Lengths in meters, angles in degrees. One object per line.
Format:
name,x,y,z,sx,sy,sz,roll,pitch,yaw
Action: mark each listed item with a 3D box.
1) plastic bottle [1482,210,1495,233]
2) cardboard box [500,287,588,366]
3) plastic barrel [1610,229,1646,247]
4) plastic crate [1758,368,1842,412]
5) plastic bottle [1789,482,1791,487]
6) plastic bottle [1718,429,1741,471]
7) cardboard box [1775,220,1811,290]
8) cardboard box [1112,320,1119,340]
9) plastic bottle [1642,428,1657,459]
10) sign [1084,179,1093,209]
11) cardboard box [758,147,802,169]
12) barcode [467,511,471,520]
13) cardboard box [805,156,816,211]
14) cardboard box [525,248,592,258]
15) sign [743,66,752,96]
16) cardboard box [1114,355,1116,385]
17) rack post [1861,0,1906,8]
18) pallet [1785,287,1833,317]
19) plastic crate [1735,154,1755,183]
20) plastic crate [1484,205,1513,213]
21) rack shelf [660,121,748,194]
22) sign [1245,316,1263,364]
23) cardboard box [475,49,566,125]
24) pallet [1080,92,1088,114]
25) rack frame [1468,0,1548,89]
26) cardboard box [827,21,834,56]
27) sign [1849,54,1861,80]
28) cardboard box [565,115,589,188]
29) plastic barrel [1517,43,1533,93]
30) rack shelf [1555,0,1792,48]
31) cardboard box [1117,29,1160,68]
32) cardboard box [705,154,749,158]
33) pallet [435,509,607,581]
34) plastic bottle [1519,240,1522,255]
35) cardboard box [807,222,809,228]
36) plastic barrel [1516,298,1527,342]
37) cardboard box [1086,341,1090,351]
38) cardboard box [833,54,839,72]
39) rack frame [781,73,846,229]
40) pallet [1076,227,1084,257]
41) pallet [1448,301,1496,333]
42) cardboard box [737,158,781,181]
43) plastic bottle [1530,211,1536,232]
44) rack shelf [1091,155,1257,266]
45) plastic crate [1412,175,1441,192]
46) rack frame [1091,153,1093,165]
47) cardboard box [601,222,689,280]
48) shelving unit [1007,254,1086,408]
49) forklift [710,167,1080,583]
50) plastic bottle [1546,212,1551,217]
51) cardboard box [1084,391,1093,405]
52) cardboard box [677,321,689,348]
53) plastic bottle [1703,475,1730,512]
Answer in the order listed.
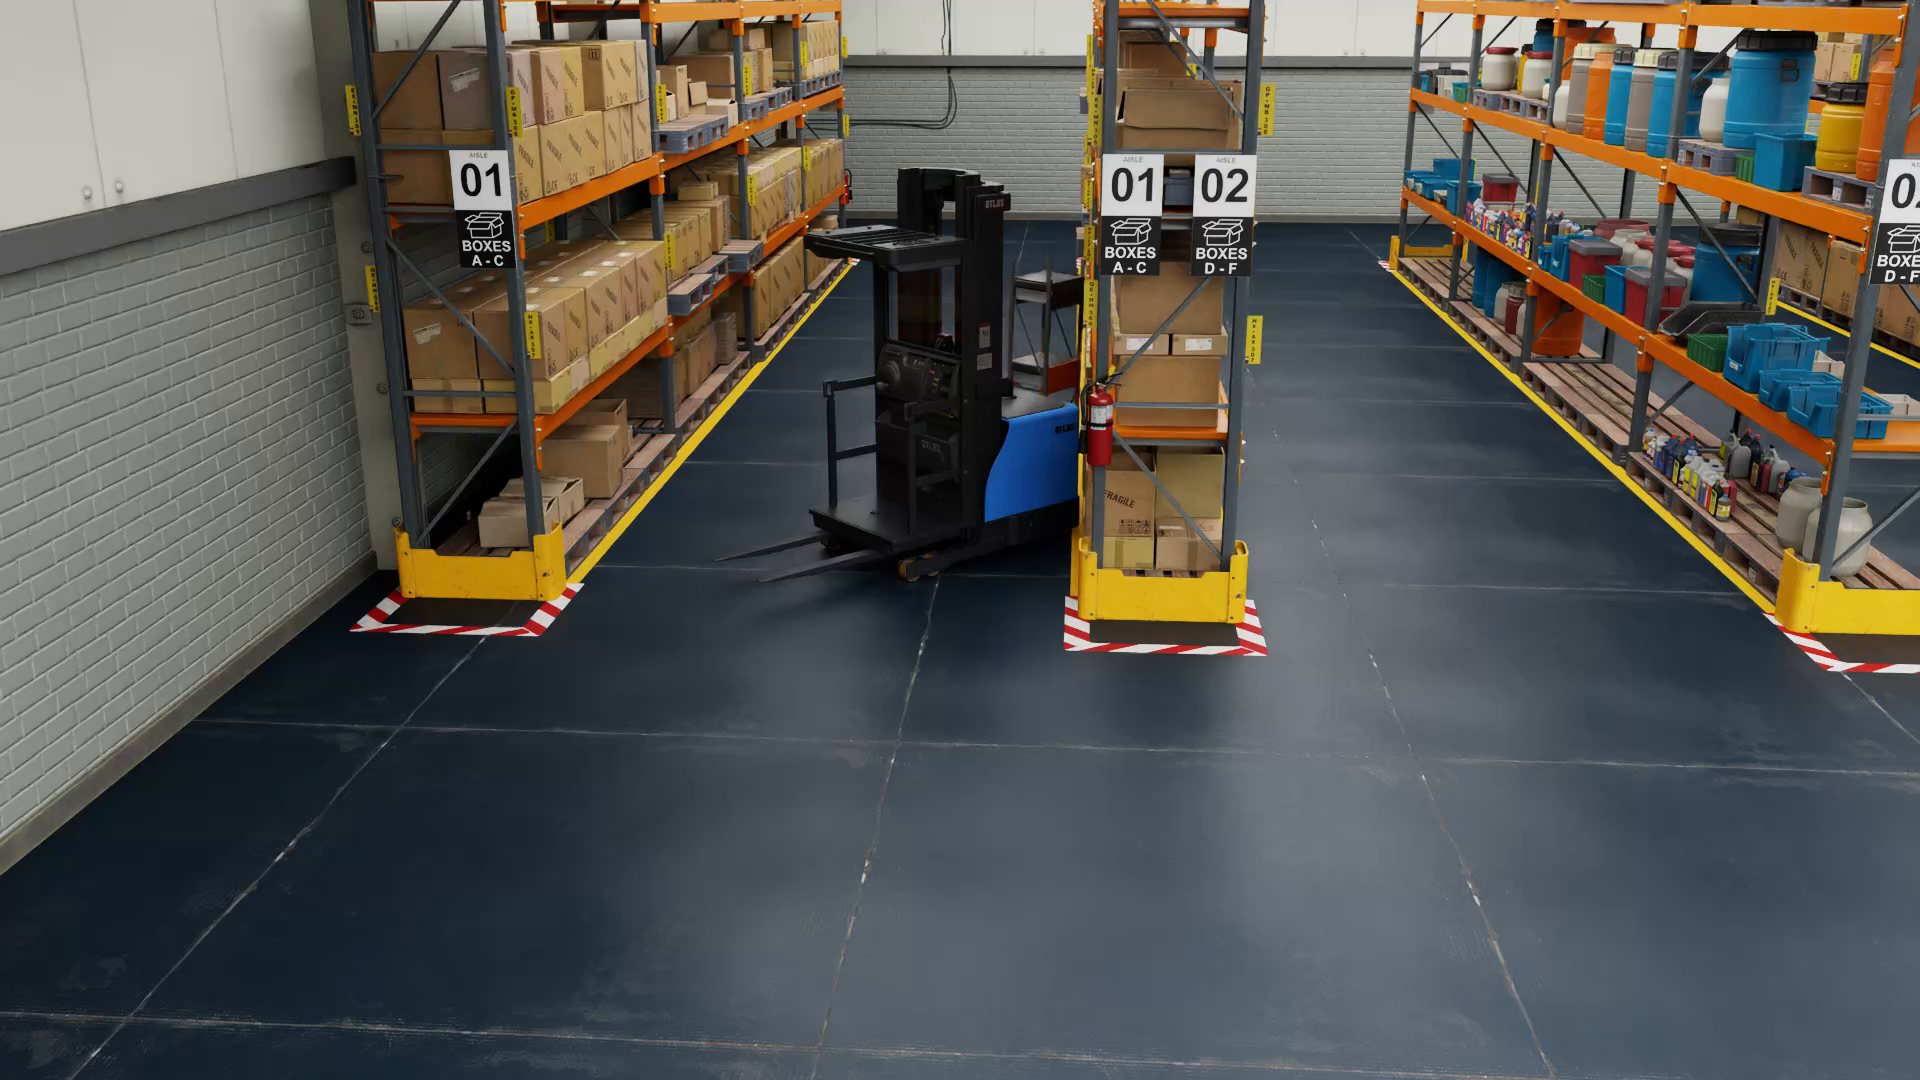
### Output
plastic bottle,6.747,-4.048,21.158,0.152,0.276,0.135,1,18,4
cardboard box,-3.135,-1.613,12.533,0.500,0.500,0.500,1,18,4
plastic barrel,7.080,-3.016,17.631,0.421,0.512,0.421,0,18,0
plastic crate,6.156,-1.096,12.188,0.499,0.251,0.408,1,18,4
plastic bottle,6.846,-0.406,13.633,0.097,0.201,0.097,0,18,0
plastic bottle,6.751,-0.792,14.570,0.144,0.351,0.185,1,18,4
cardboard box,12.359,-4.092,23.830,0.875,0.875,0.875,1,18,4
cardboard box,1.281,-1.474,11.903,0.380,0.149,0.250,2,18,5
plastic bottle,6.193,-0.868,14.930,0.097,0.271,0.097,0,18,0
sign,1.458,-3.921,18.839,0.100,0.325,0.005,1,18,4
cardboard box,-2.433,-5.155,22.462,0.500,0.250,0.500,2,18,5
barcode,-3.773,-0.187,12.773,0.001,0.075,0.075,1,18,4
cardboard box,-2.599,-5.061,23.570,0.980,0.700,0.700,2,18,5
cardboard box,-3.511,-2.259,14.503,0.500,0.500,0.500,1,18,4
sign,-2.400,-5.167,18.726,0.100,0.325,0.005,1,18,4
cardboard box,1.547,-1.424,12.790,0.700,0.500,0.500,1,18,4
rack post,6.548,-3.648,10.906,0.937,0.300,0.954,3,18,10
pallet,12.300,-3.328,23.241,1.003,0.211,1.213,1,18,4
plastic crate,6.269,-2.886,12.935,0.336,0.188,0.450,1,18,4
plastic crate,7.403,-4.574,22.892,0.396,0.136,0.243,1,18,4
rack shelf,-3.085,-3.971,17.062,1.077,0.370,4.000,1,18,4
sign,1.980,-1.349,11.205,0.100,0.325,0.005,1,18,4
cardboard box,-3.159,-3.250,11.909,0.500,0.500,0.500,1,18,3
pallet,2.099,-5.454,20.736,1.213,0.211,1.003,1,18,4
rack frame,7.227,-7.380,21.495,1.000,3.000,0.127,1,18,4
cardboard box,-2.195,-7.562,25.068,0.500,0.500,0.500,2,18,6
sign,11.614,-6.140,21.568,0.100,0.325,0.005,1,18,4
cardboard box,-3.134,-2.932,12.543,0.500,0.500,0.500,2,18,6
plastic barrel,7.364,-5.956,20.988,0.600,0.588,0.600,0,18,0
rack shelf,6.797,-4.985,15.982,1.077,0.370,4.000,1,18,4
cardboard box,2.074,-5.641,19.237,0.500,0.500,0.500,1,18,4
cardboard box,-3.009,-4.850,21.532,0.500,0.250,0.500,1,18,2
pallet,-3.416,0.026,13.004,1.003,0.211,1.213,1,18,4
plastic bottle,6.587,-3.435,19.408,0.097,0.201,0.097,0,18,0
cardboard box,-2.563,-4.901,25.863,0.380,0.149,0.250,1,18,4
plastic barrel,6.910,-2.634,19.966,0.421,0.512,0.421,0,18,0
cardboard box,1.565,-1.921,17.309,0.500,0.311,0.500,1,18,3
cardboard box,-2.156,-7.361,25.658,0.500,0.250,0.500,2,18,6
rack frame,-2.368,-5.993,26.895,1.000,3.000,0.127,1,18,4
pallet,1.978,-3.520,19.656,1.213,0.211,1.003,1,18,4
pallet,7.130,-2.966,22.135,1.003,0.211,1.213,1,18,4
cardboard box,-2.552,-4.679,21.012,0.500,0.250,0.500,1,18,3
plastic bottle,7.333,-4.066,21.220,0.097,0.271,0.097,0,18,0
rack shelf,1.570,-2.619,12.937,1.077,0.370,4.000,1,18,4
plastic crate,7.120,-5.447,25.402,0.416,0.233,0.300,1,18,4
rack frame,2.287,-4.641,22.770,1.000,3.000,0.127,1,18,4
cardboard box,-3.110,-2.853,16.446,0.700,0.500,0.500,3,18,10
shelving unit,0.707,-1.314,14.041,0.431,2.100,0.503,15,24,35
forklift,-0.479,-1.266,12.581,3.031,2.935,1.130,-15,23,-38
plastic bottle,7.449,-4.029,21.101,0.152,0.276,0.135,1,18,4
cardboard box,1.296,-0.958,14.067,0.500,0.500,0.500,1,18,4
cardboard box,-3.130,-2.171,17.335,0.500,0.250,0.500,1,18,2
plastic bottle,6.107,-0.375,13.418,0.152,0.276,0.135,1,18,4
